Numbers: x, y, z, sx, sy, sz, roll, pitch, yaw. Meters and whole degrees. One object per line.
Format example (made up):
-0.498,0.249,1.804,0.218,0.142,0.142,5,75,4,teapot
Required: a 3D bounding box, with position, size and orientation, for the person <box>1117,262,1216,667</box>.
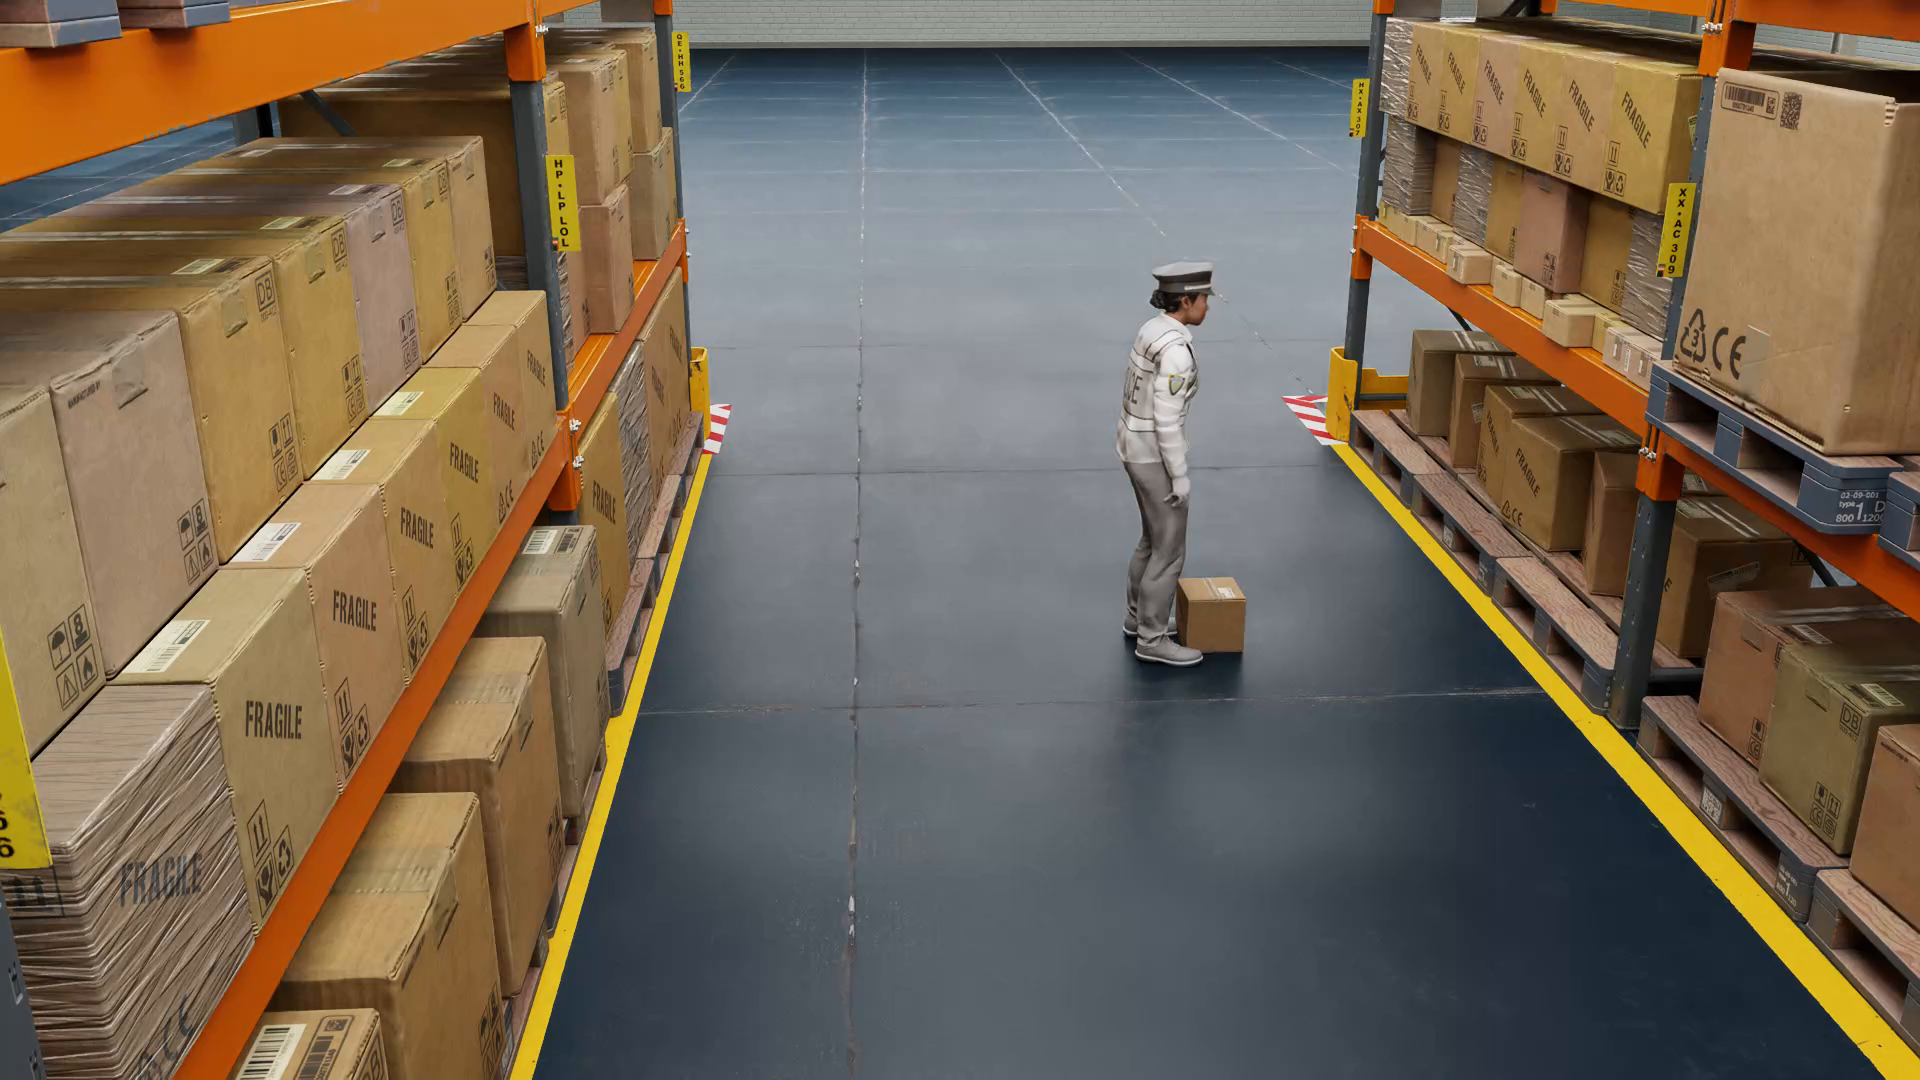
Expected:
0.850,-0.328,6.950,0.378,1.663,0.531,-1,21,-3,person
